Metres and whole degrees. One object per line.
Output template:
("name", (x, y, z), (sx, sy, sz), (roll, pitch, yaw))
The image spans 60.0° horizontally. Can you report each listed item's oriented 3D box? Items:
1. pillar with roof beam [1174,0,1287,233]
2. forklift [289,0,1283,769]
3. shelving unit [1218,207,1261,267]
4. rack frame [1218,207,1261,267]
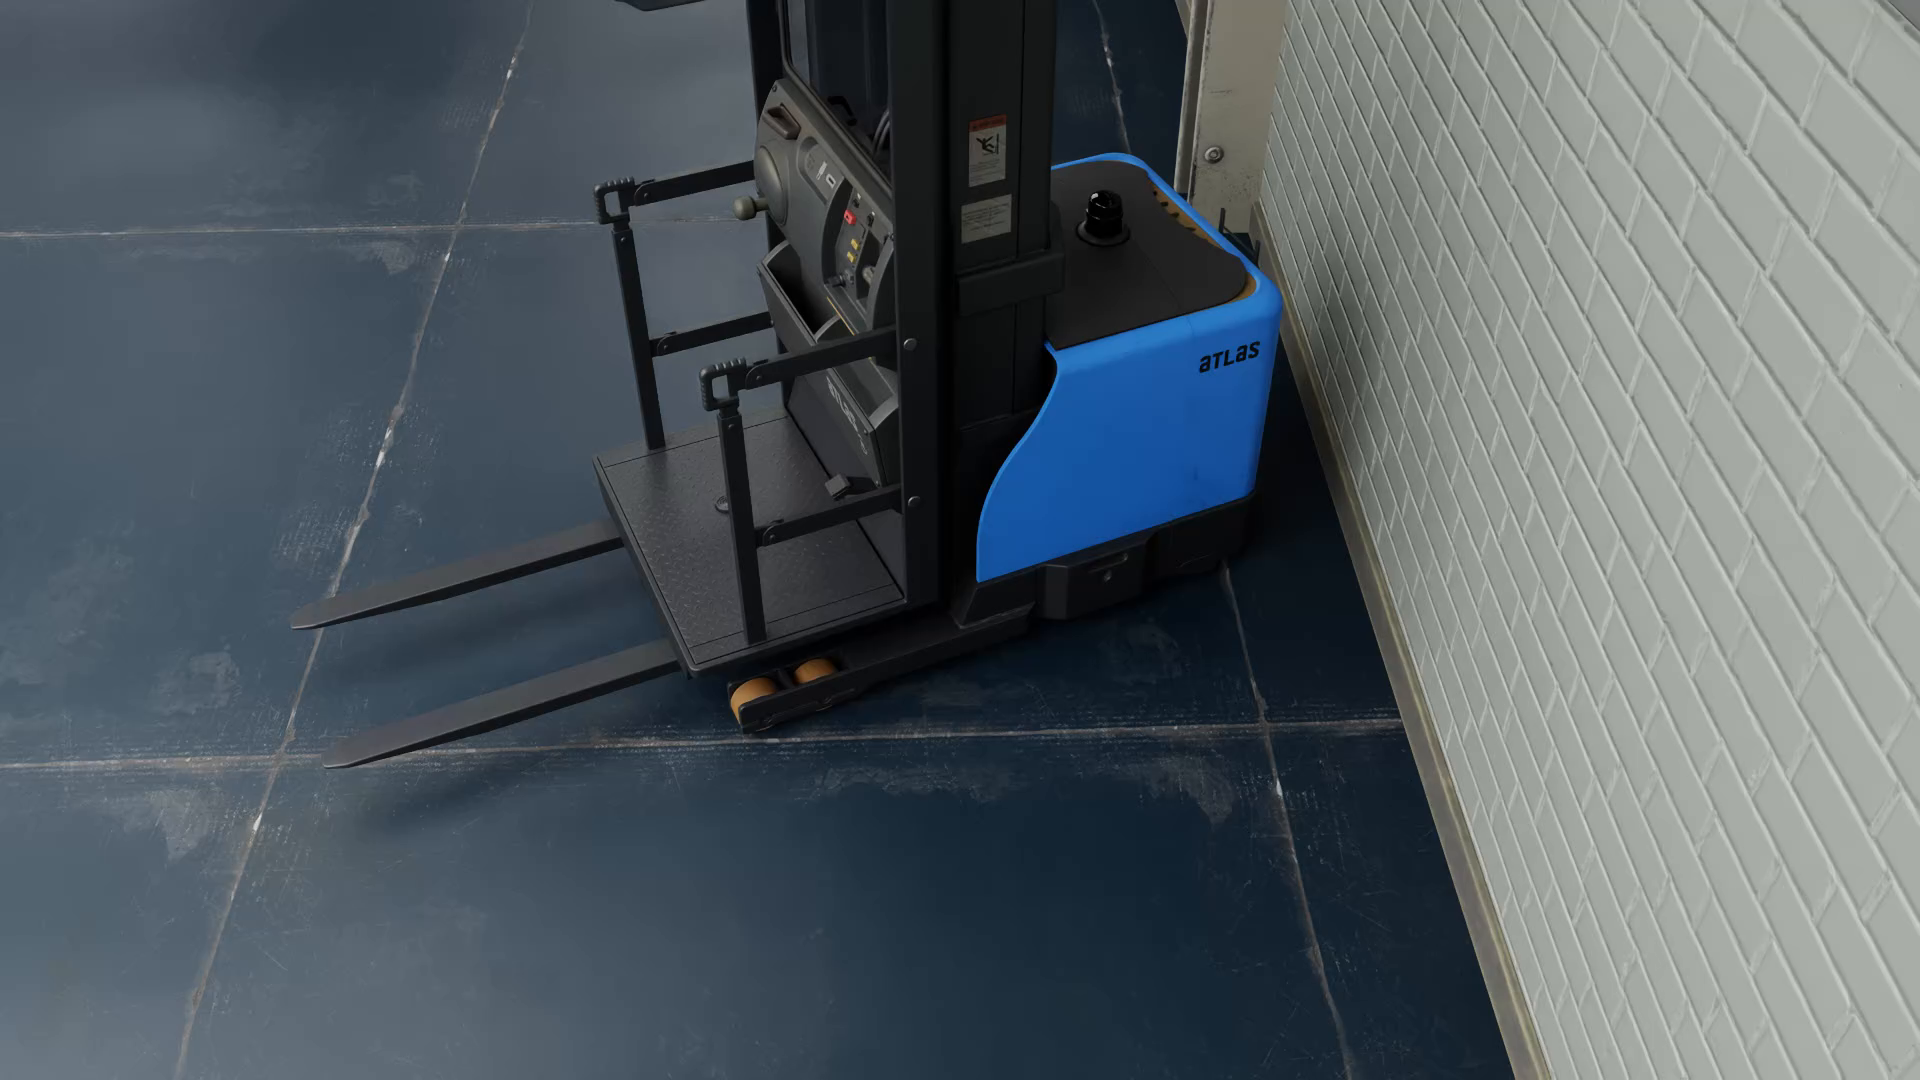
("pillar with roof beam", (-3.177, -4.658, 4.172), (9.100, 9.000, 0.400), (-2, 43, -2))
("forklift", (-0.569, -0.903, 4.566), (3.031, 2.935, 1.130), (-17, 45, -18))
("shelving unit", (0.848, -0.696, 5.844), (0.210, 0.900, 0.258), (-17, 45, -18))
("rack frame", (0.940, -0.725, 5.875), (0.006, 0.900, 0.240), (-17, 45, -18))
